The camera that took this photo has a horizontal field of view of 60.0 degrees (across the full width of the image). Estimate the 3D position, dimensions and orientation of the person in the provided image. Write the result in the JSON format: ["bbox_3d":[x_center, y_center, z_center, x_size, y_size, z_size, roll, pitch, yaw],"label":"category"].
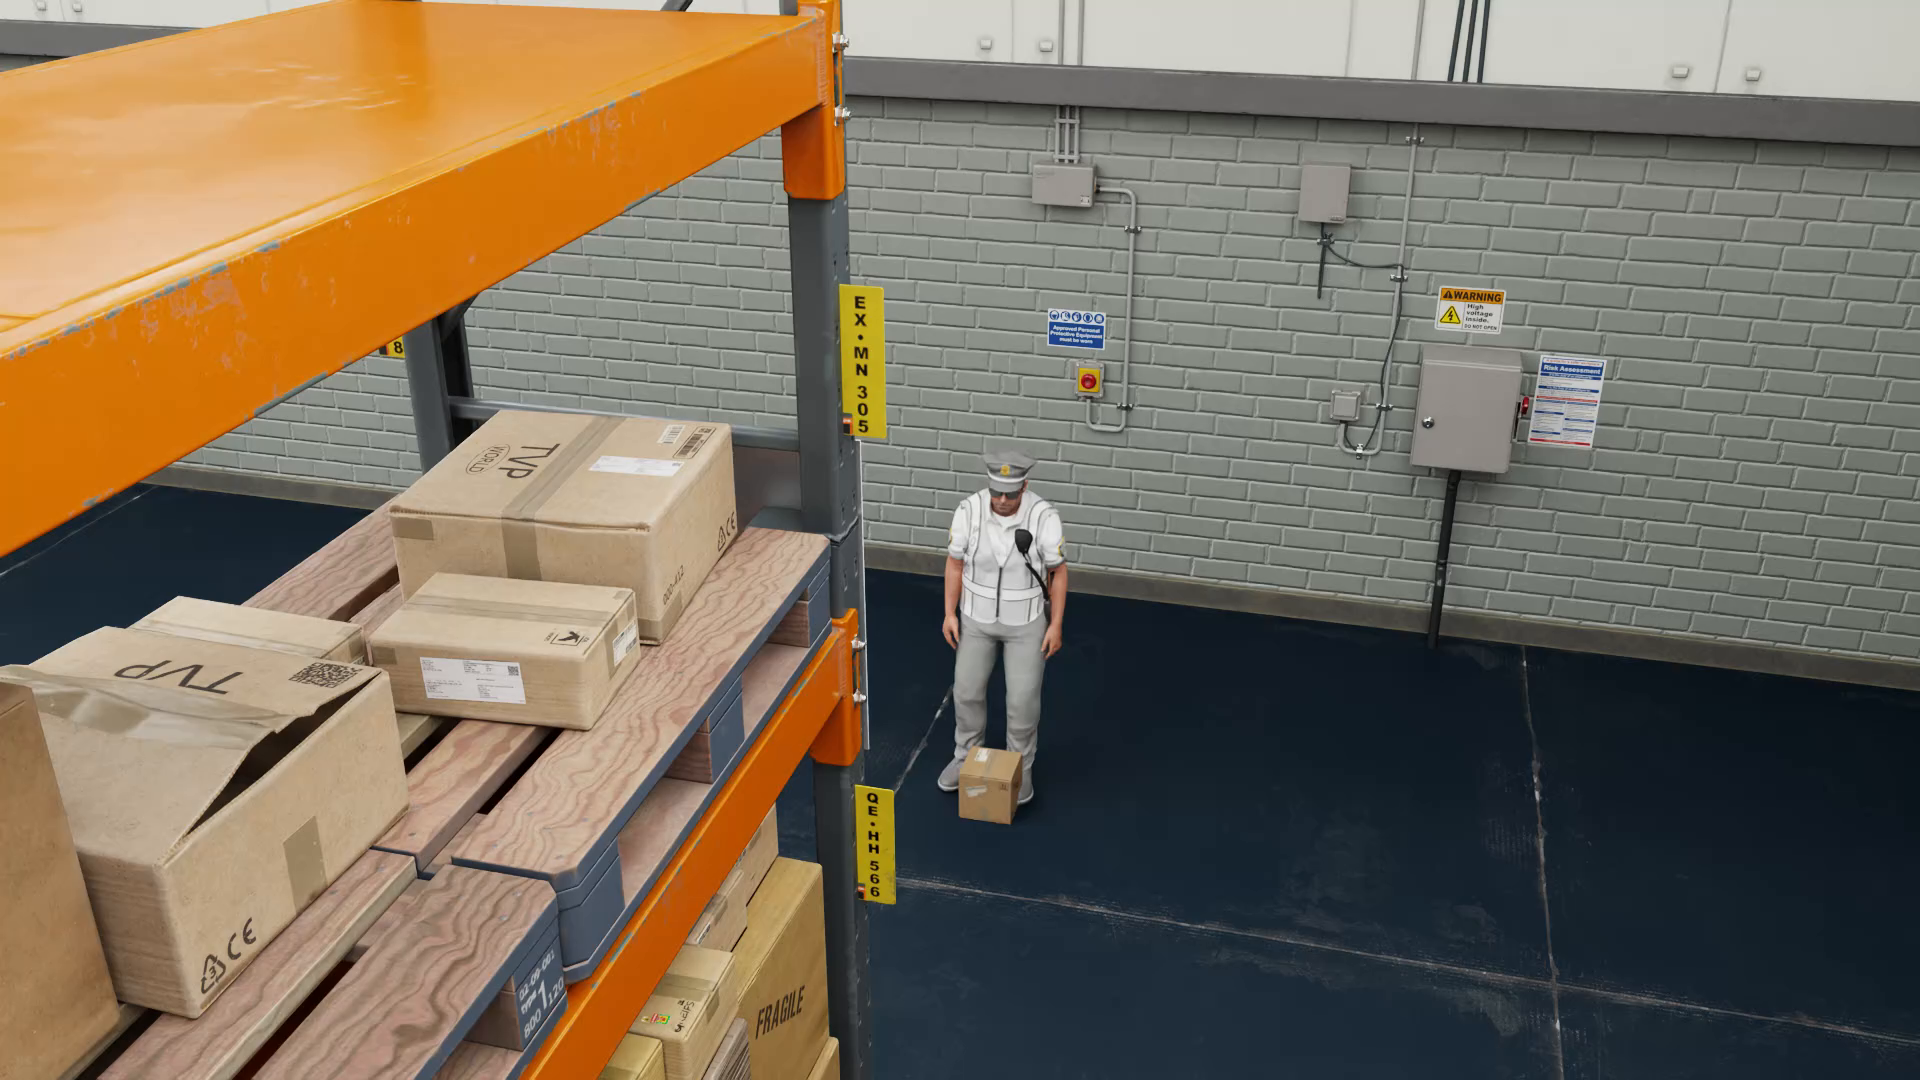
[{"bbox_3d":[0.203,0.377,7.797,0.584,1.747,0.478,5,26,11],"label":"person"}]
